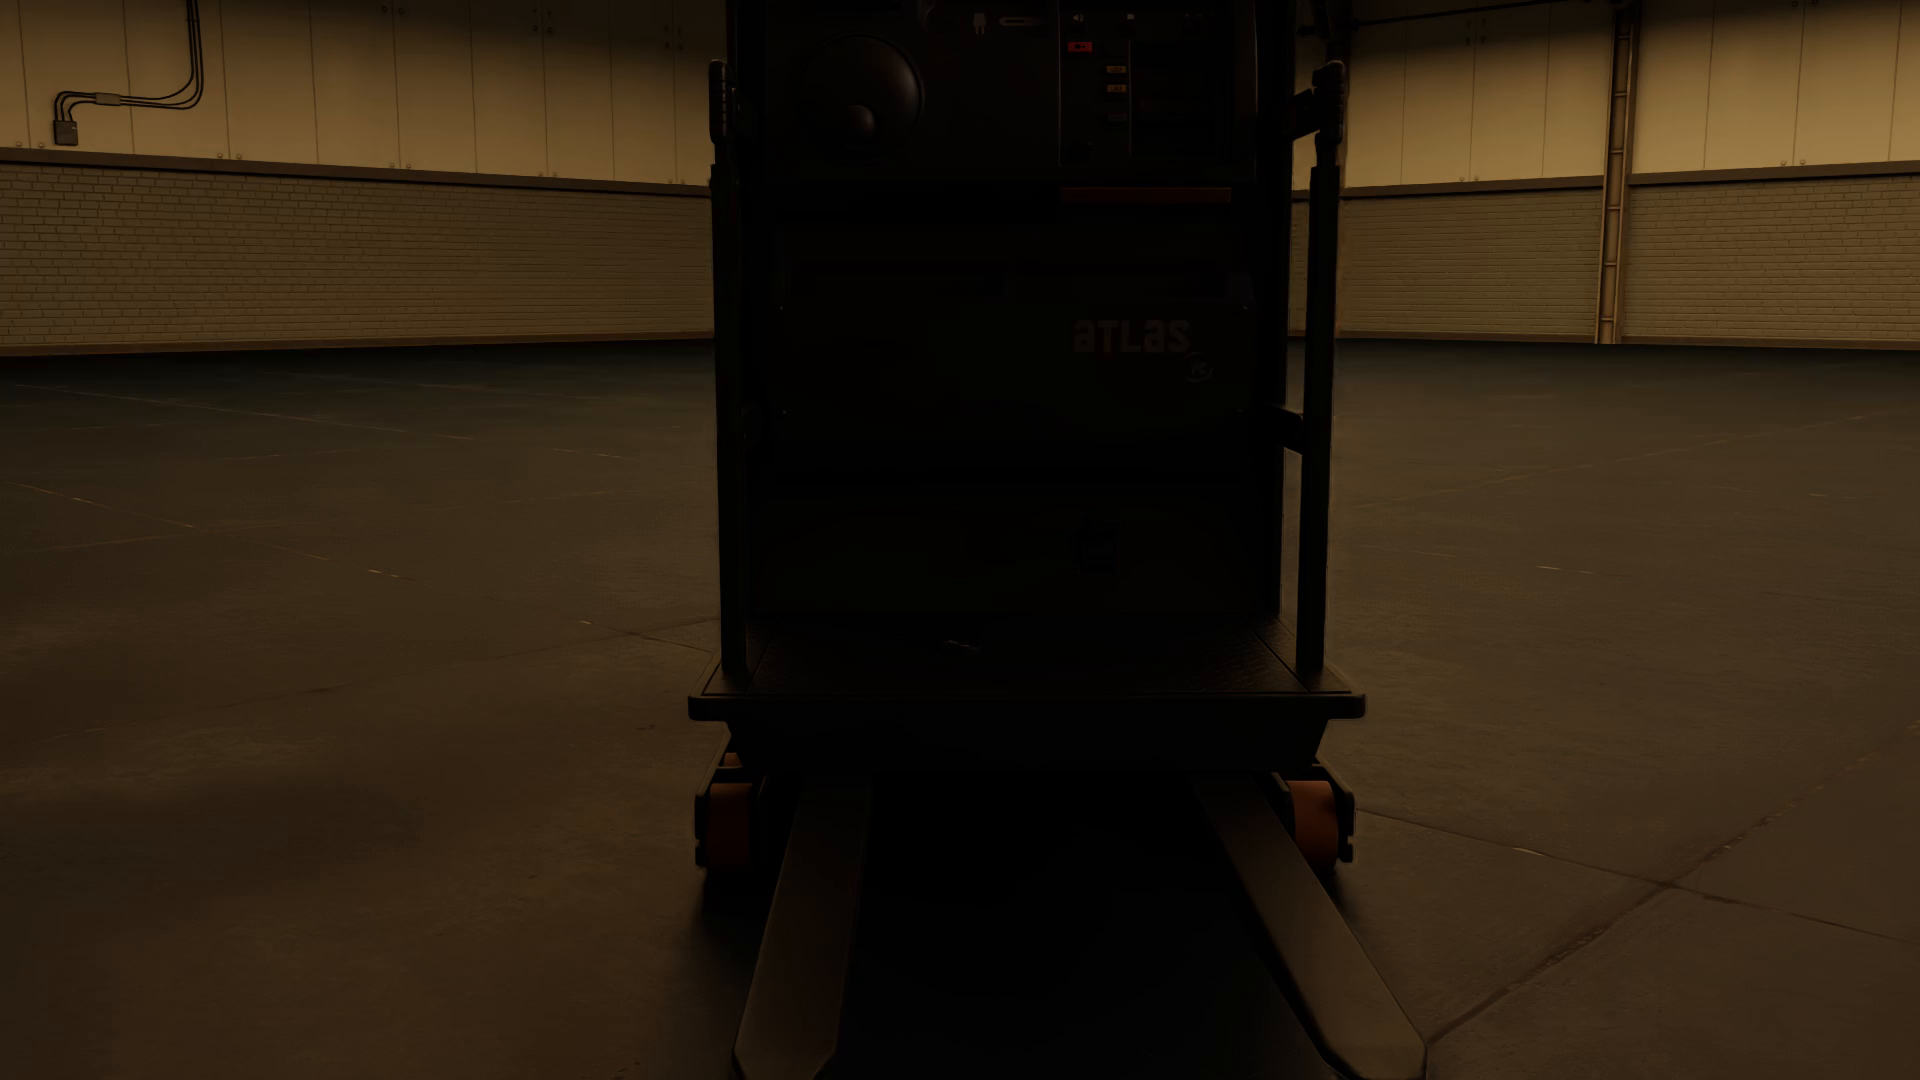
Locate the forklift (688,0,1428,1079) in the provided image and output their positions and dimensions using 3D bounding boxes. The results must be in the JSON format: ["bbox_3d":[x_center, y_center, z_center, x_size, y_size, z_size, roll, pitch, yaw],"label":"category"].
[{"bbox_3d":[0.102,-0.915,2.953,1.130,2.935,3.031,0,9,-1],"label":"forklift"}]
